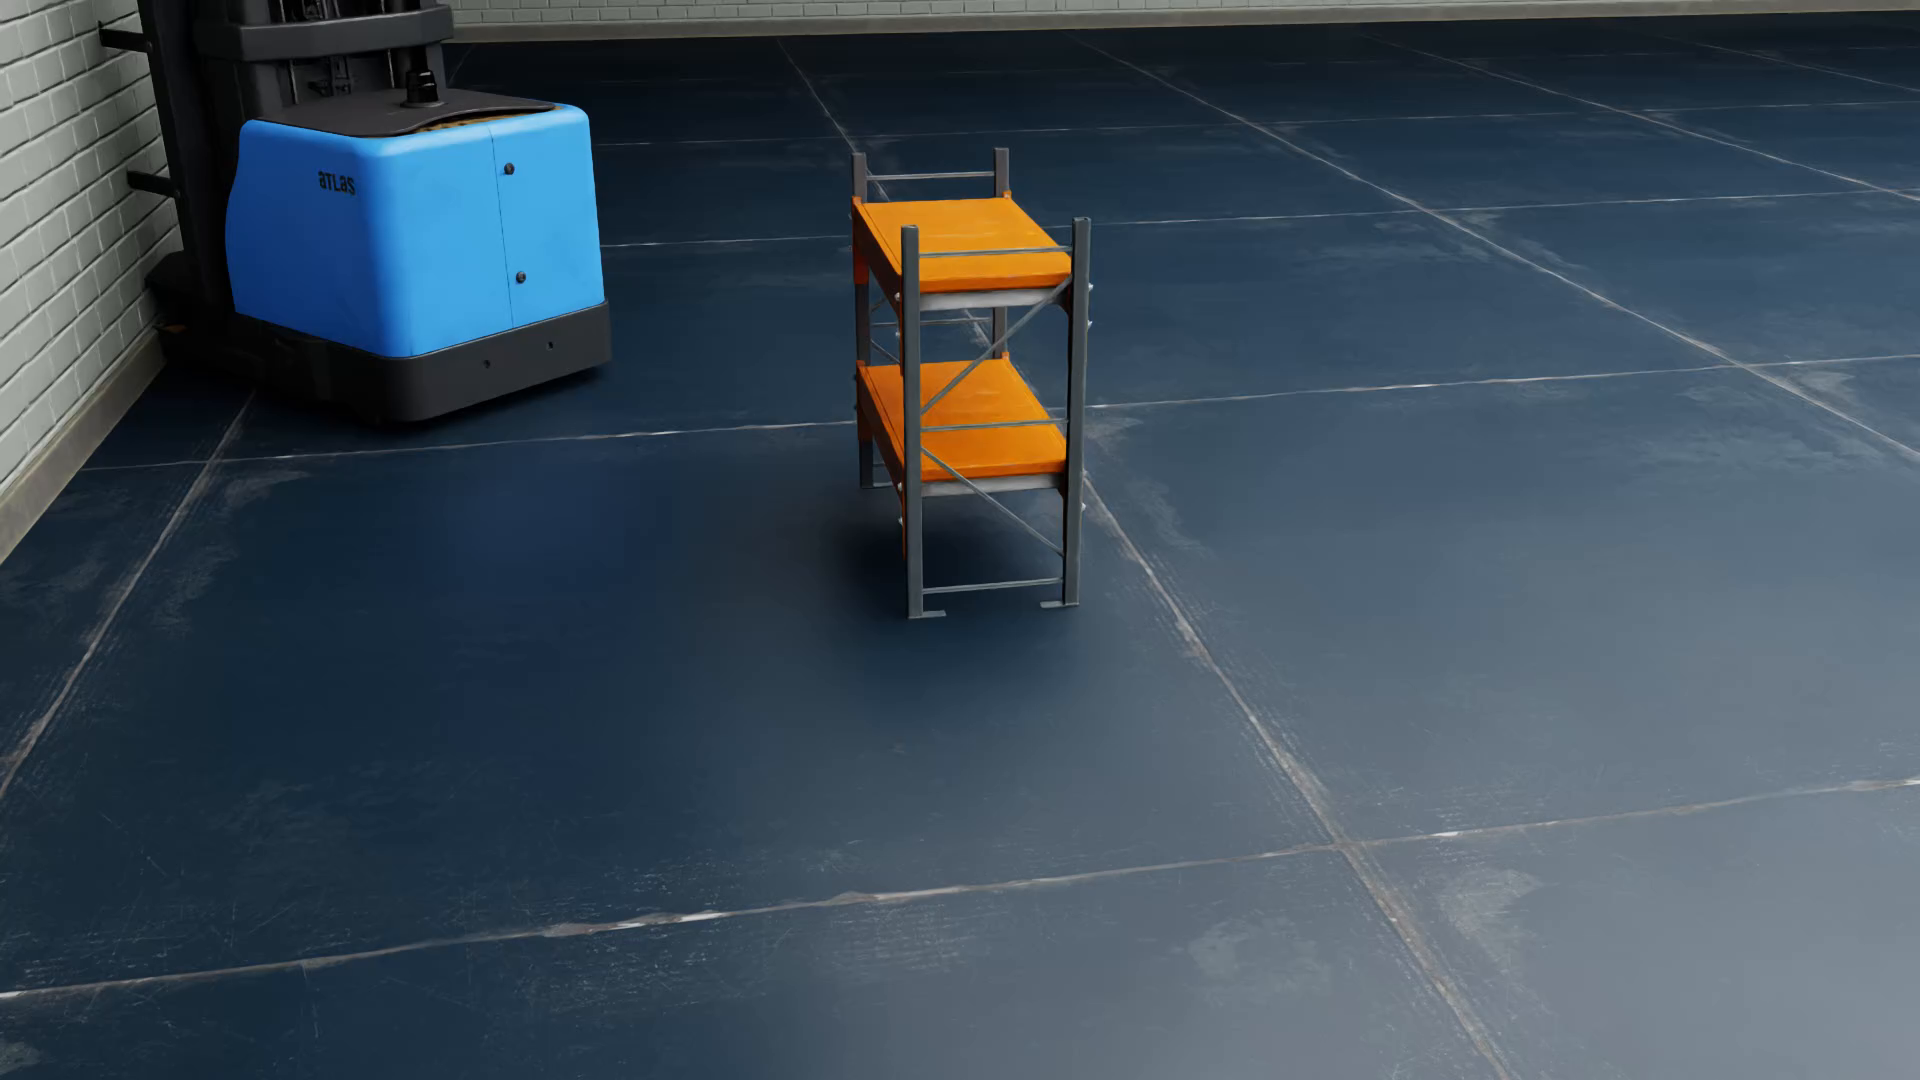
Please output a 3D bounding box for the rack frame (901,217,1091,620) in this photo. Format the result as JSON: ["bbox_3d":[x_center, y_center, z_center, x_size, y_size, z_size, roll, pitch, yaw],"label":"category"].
[{"bbox_3d":[0.095,-0.313,4.561,0.500,1.125,0.032,-4,24,-10],"label":"rack frame"}]

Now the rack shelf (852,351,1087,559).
[{"bbox_3d":[0.001,-0.289,5.117,0.538,0.278,1.000,-4,24,-10],"label":"rack shelf"}]

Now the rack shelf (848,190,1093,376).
[{"bbox_3d":[0.001,-0.781,4.902,0.538,0.278,1.000,-4,24,-10],"label":"rack shelf"}]

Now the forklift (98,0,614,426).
[{"bbox_3d":[-2.890,-2.223,6.678,3.031,2.935,1.130,17,29,34],"label":"forklift"}]

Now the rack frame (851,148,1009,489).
[{"bbox_3d":[-0.093,-0.713,5.477,0.500,1.125,0.032,-4,24,-10],"label":"rack frame"}]

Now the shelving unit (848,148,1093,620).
[{"bbox_3d":[0.001,-0.513,5.019,0.538,1.125,1.048,-4,24,-10],"label":"shelving unit"}]
